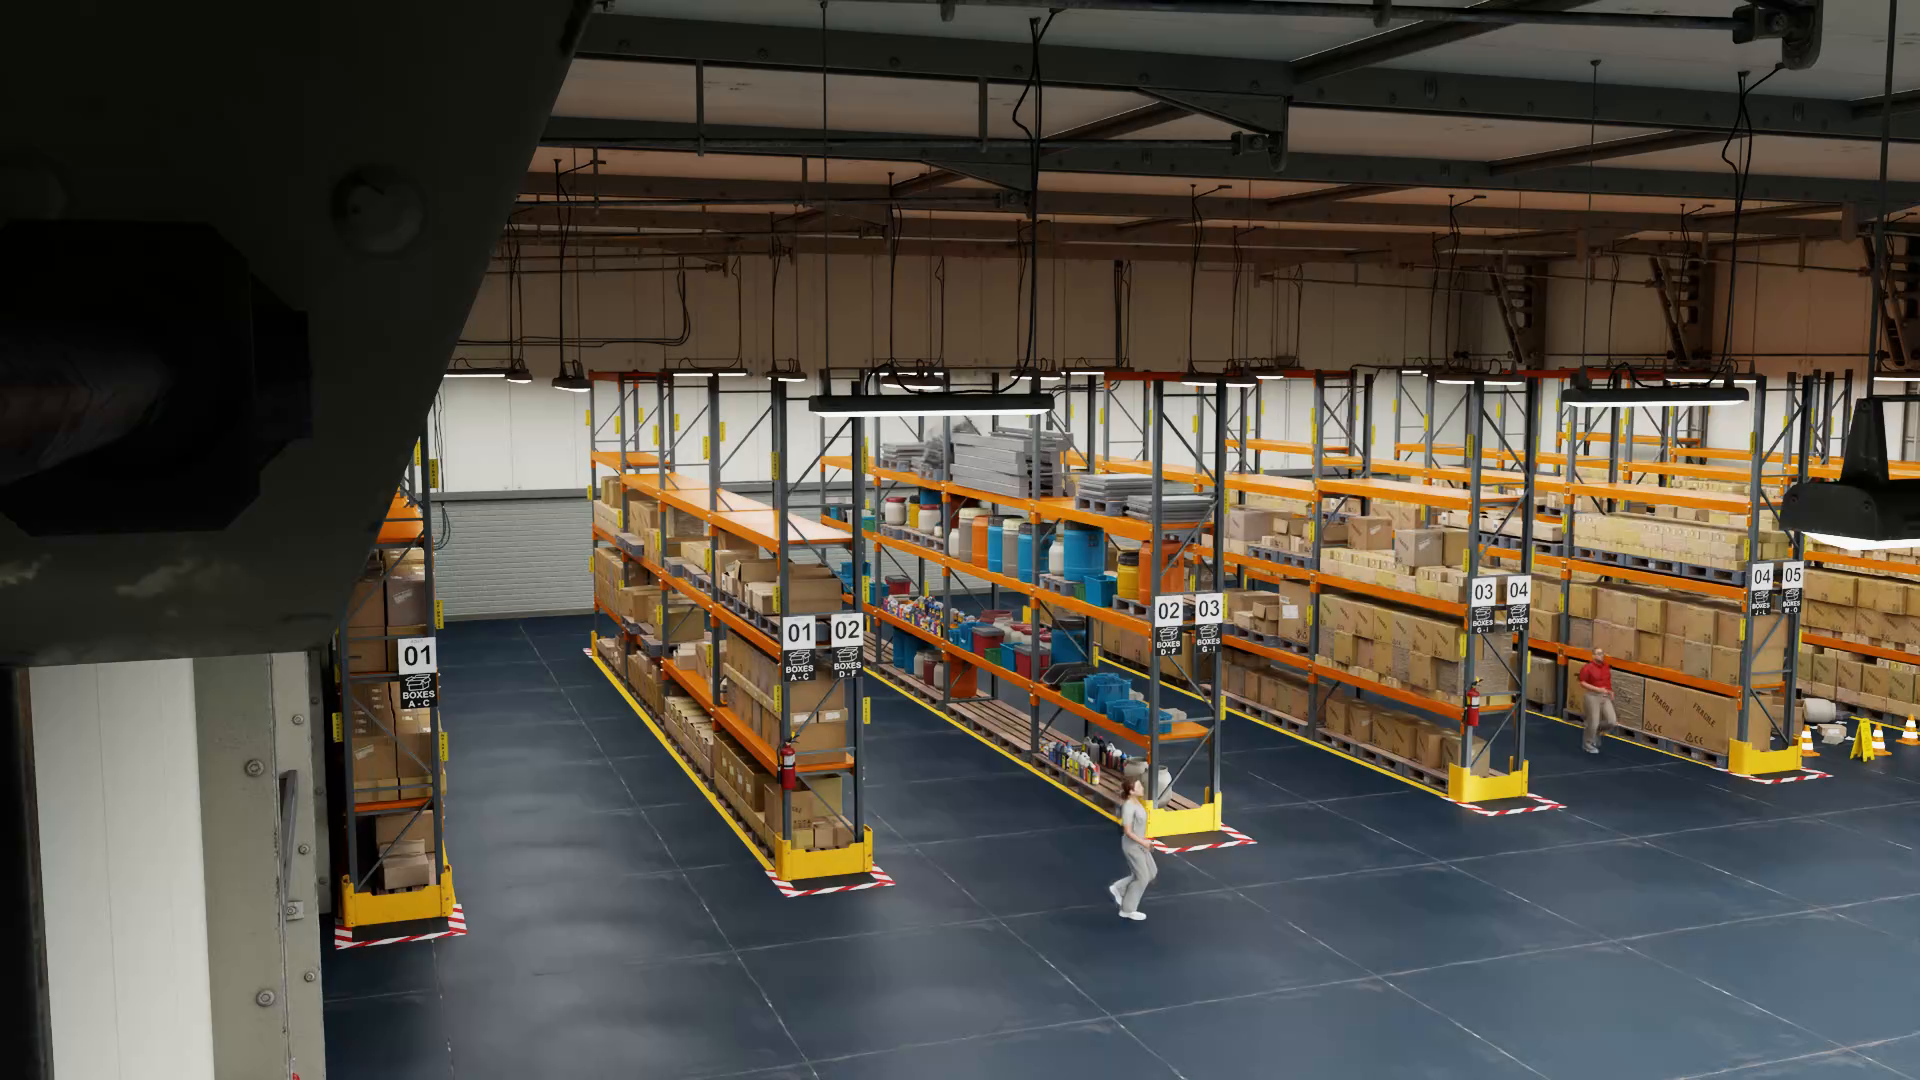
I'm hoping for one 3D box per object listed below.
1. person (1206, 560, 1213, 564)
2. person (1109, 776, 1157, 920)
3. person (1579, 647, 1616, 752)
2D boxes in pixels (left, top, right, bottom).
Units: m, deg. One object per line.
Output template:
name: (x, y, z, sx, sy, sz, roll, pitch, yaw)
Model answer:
person: (5.665, 1.285, 38.059, 0.609, 1.660, 0.643, -2, 7, -17)
person: (1.947, 3.449, 18.673, 0.535, 1.633, 0.571, 1, 6, 10)
person: (10.156, 2.549, 26.401, 0.652, 1.682, 0.602, -2, 7, -18)
